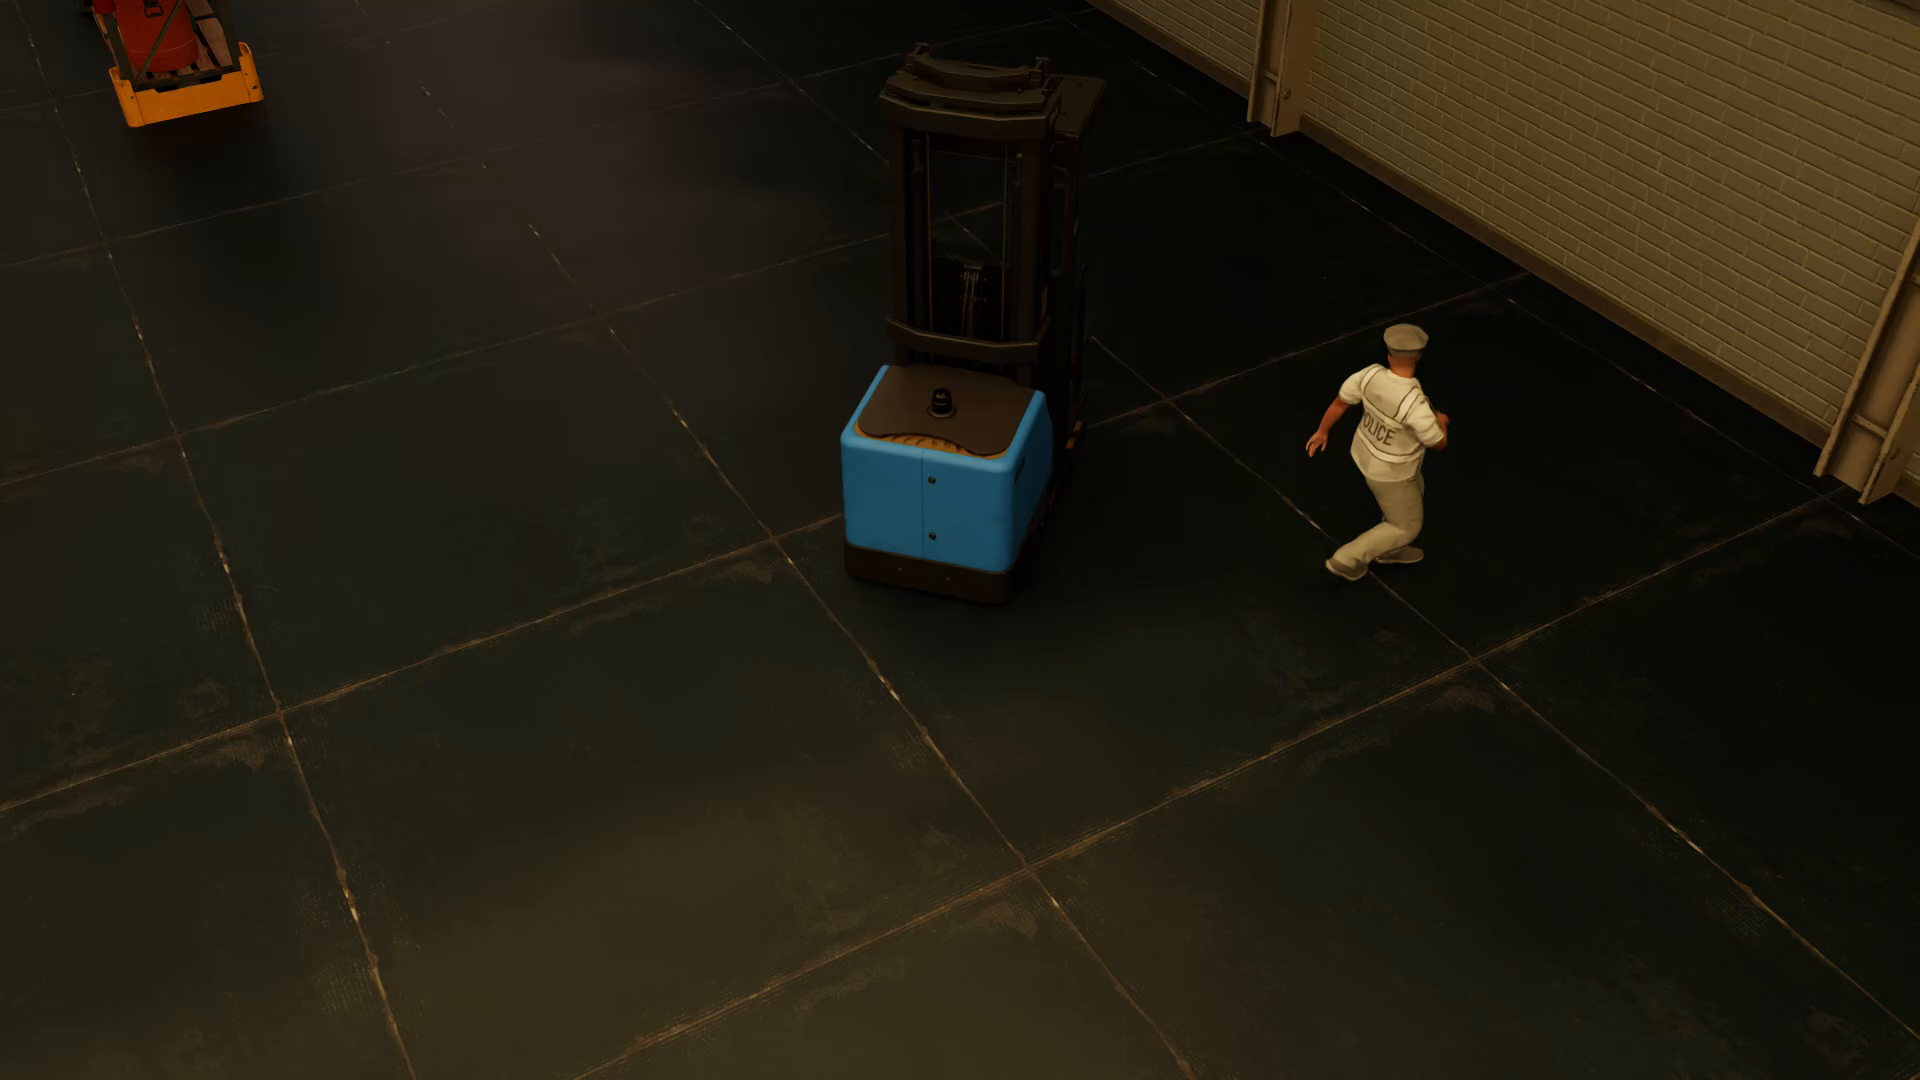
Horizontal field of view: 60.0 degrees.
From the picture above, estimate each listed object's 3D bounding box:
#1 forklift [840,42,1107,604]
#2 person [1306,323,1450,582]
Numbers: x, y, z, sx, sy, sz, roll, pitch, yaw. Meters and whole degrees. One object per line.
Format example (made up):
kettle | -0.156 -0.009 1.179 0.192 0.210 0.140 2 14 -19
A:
forklift | 0.213 -1.699 10.085 1.130 2.935 3.031 11 41 13
person | 2.471 -0.477 9.612 0.779 1.678 0.628 -7 40 -9
